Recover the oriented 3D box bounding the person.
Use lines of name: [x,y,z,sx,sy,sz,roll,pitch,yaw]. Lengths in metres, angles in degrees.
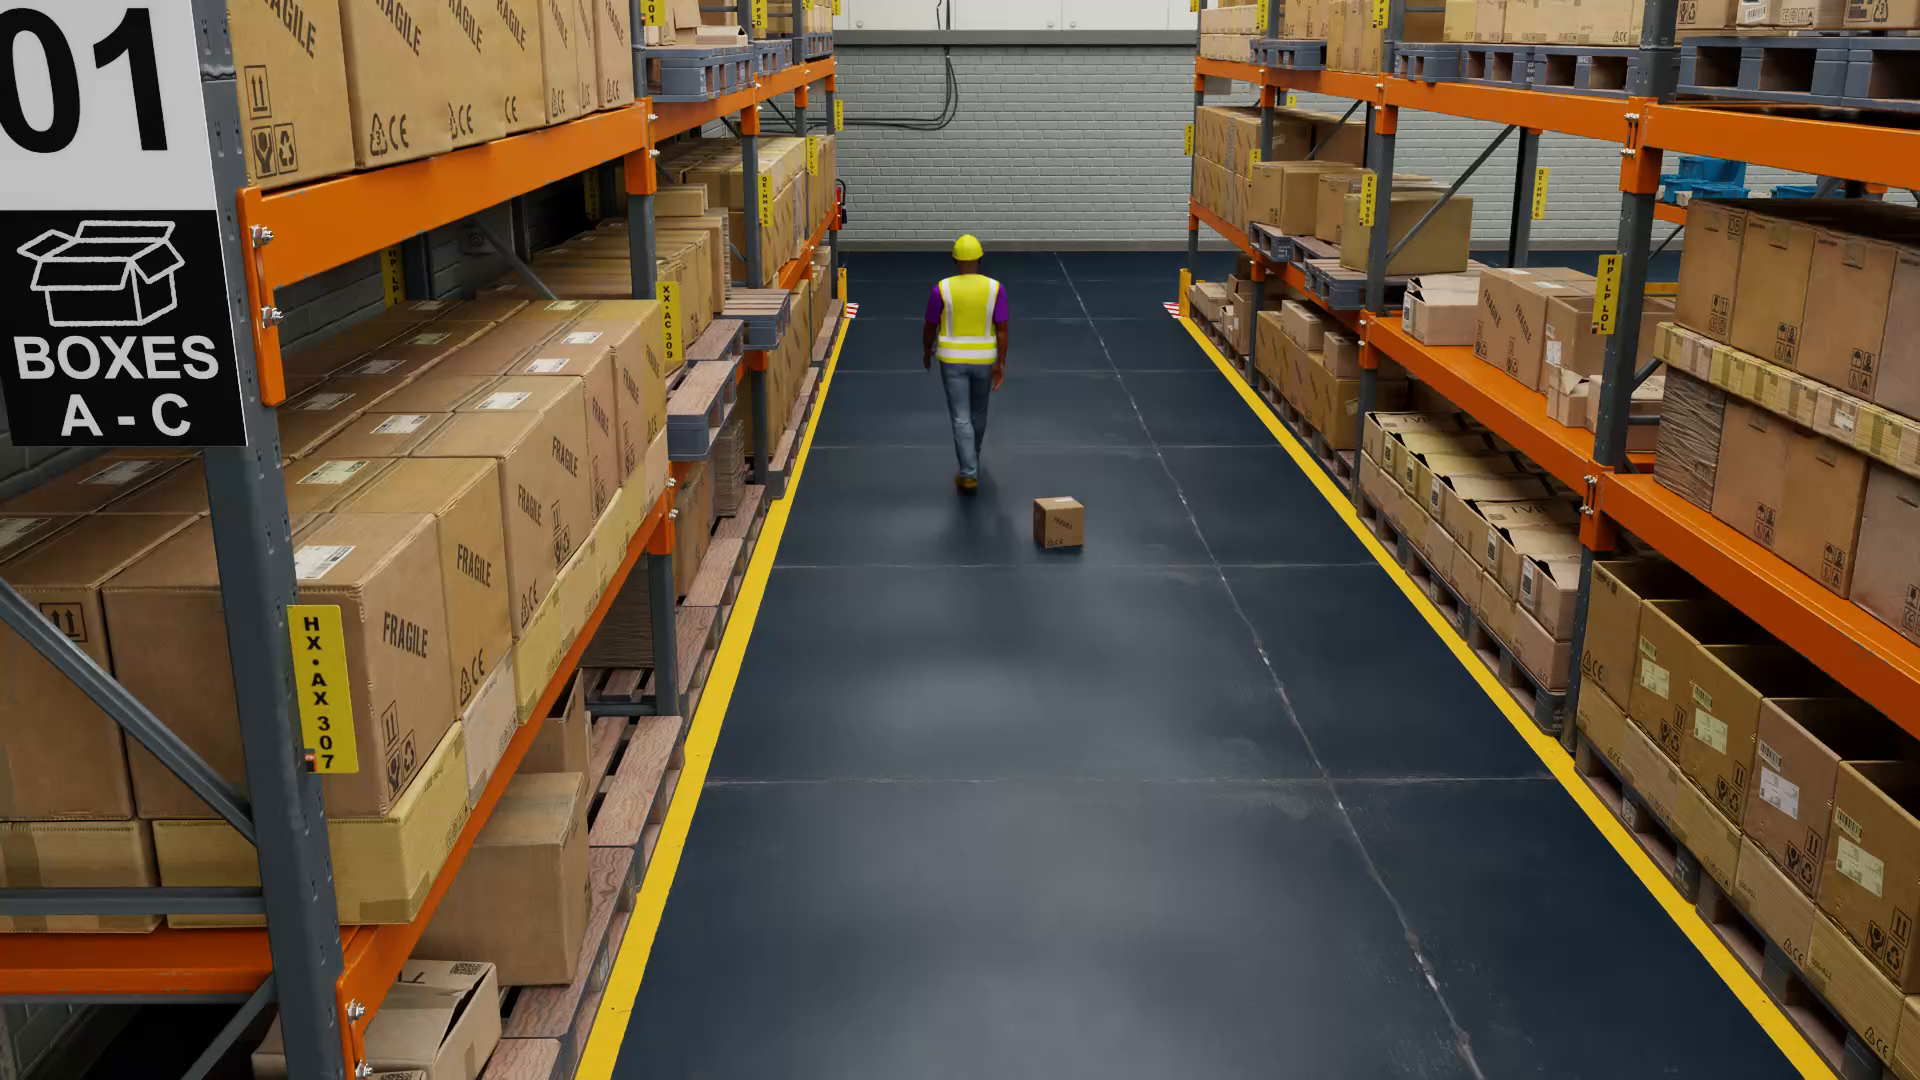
person: [0.017,-1.304,11.703,0.571,1.704,1.027,-3,17,-10]
